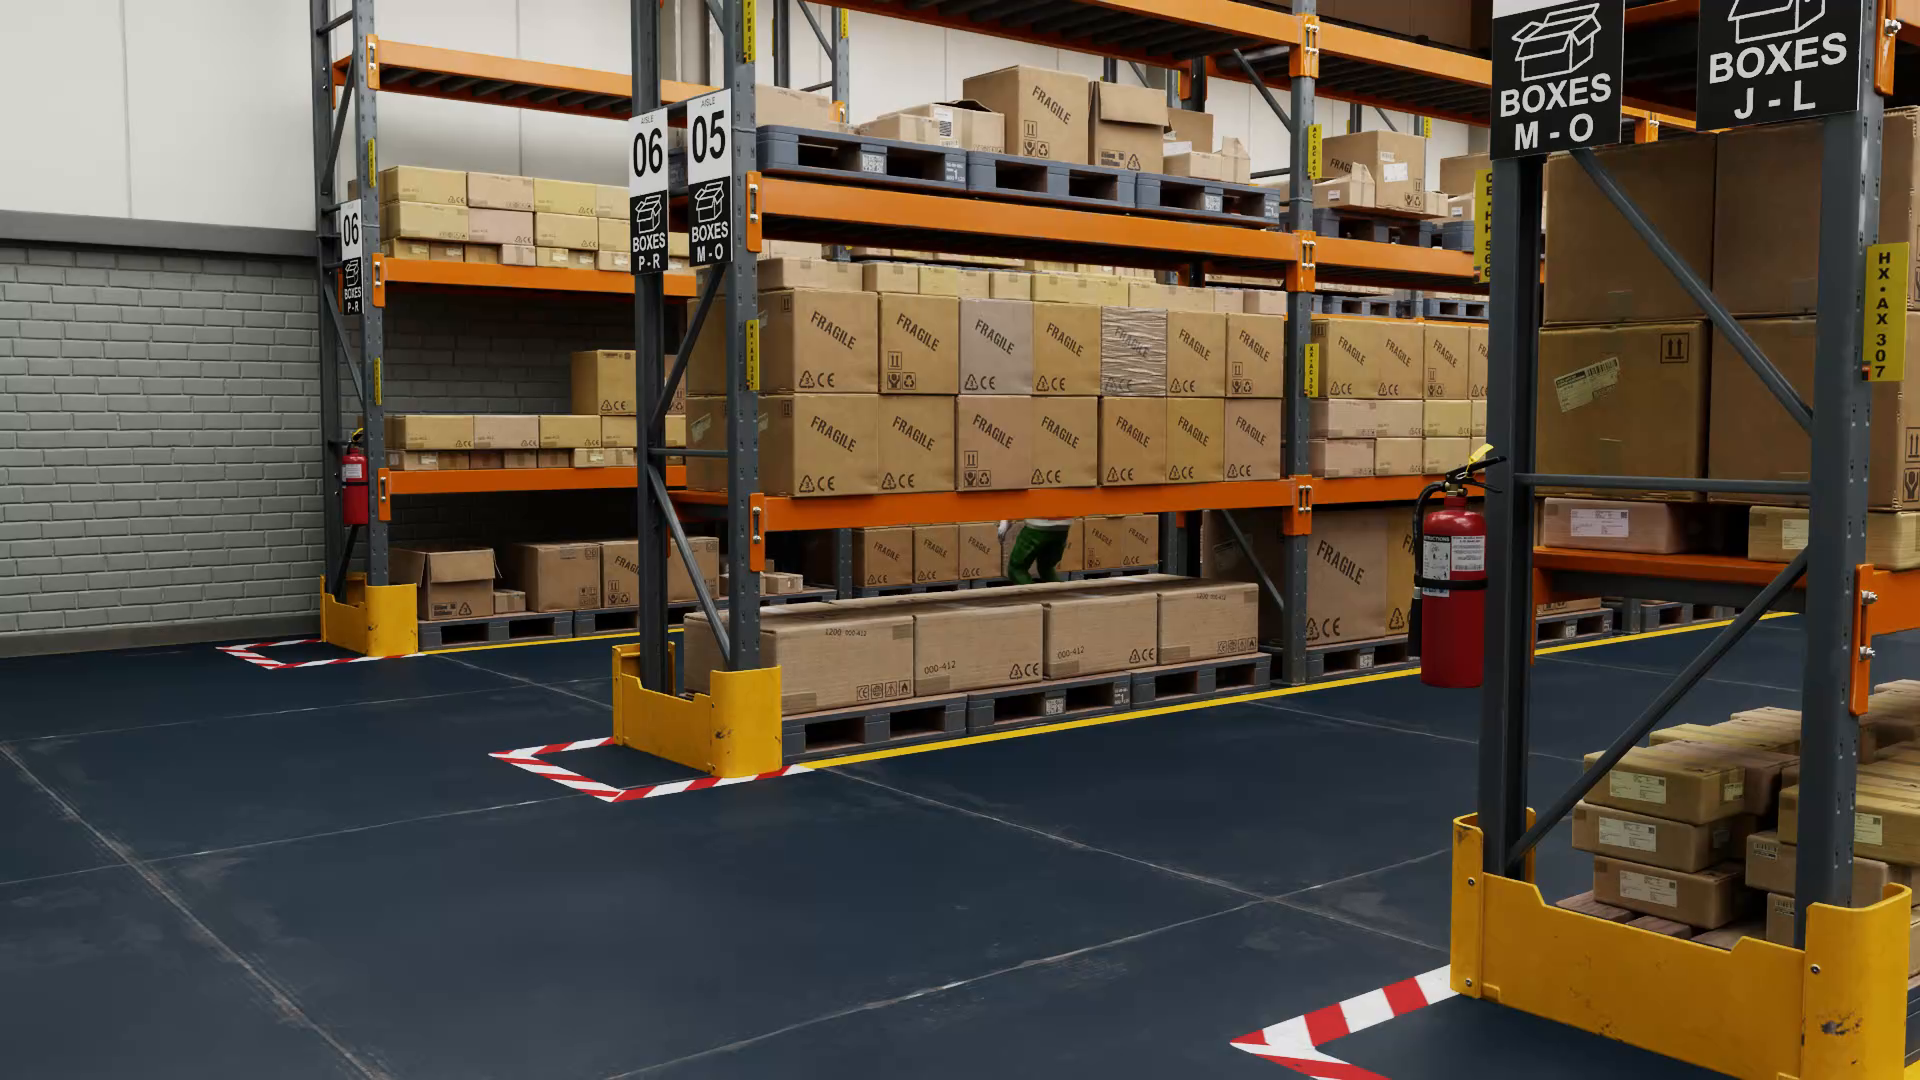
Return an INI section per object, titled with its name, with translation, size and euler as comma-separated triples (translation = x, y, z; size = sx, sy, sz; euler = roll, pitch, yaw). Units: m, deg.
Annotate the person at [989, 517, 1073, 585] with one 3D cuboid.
[person]
translation = 0.505, 0.059, 13.430
size = 0.490, 1.273, 0.935
euler = -4, 6, -40
